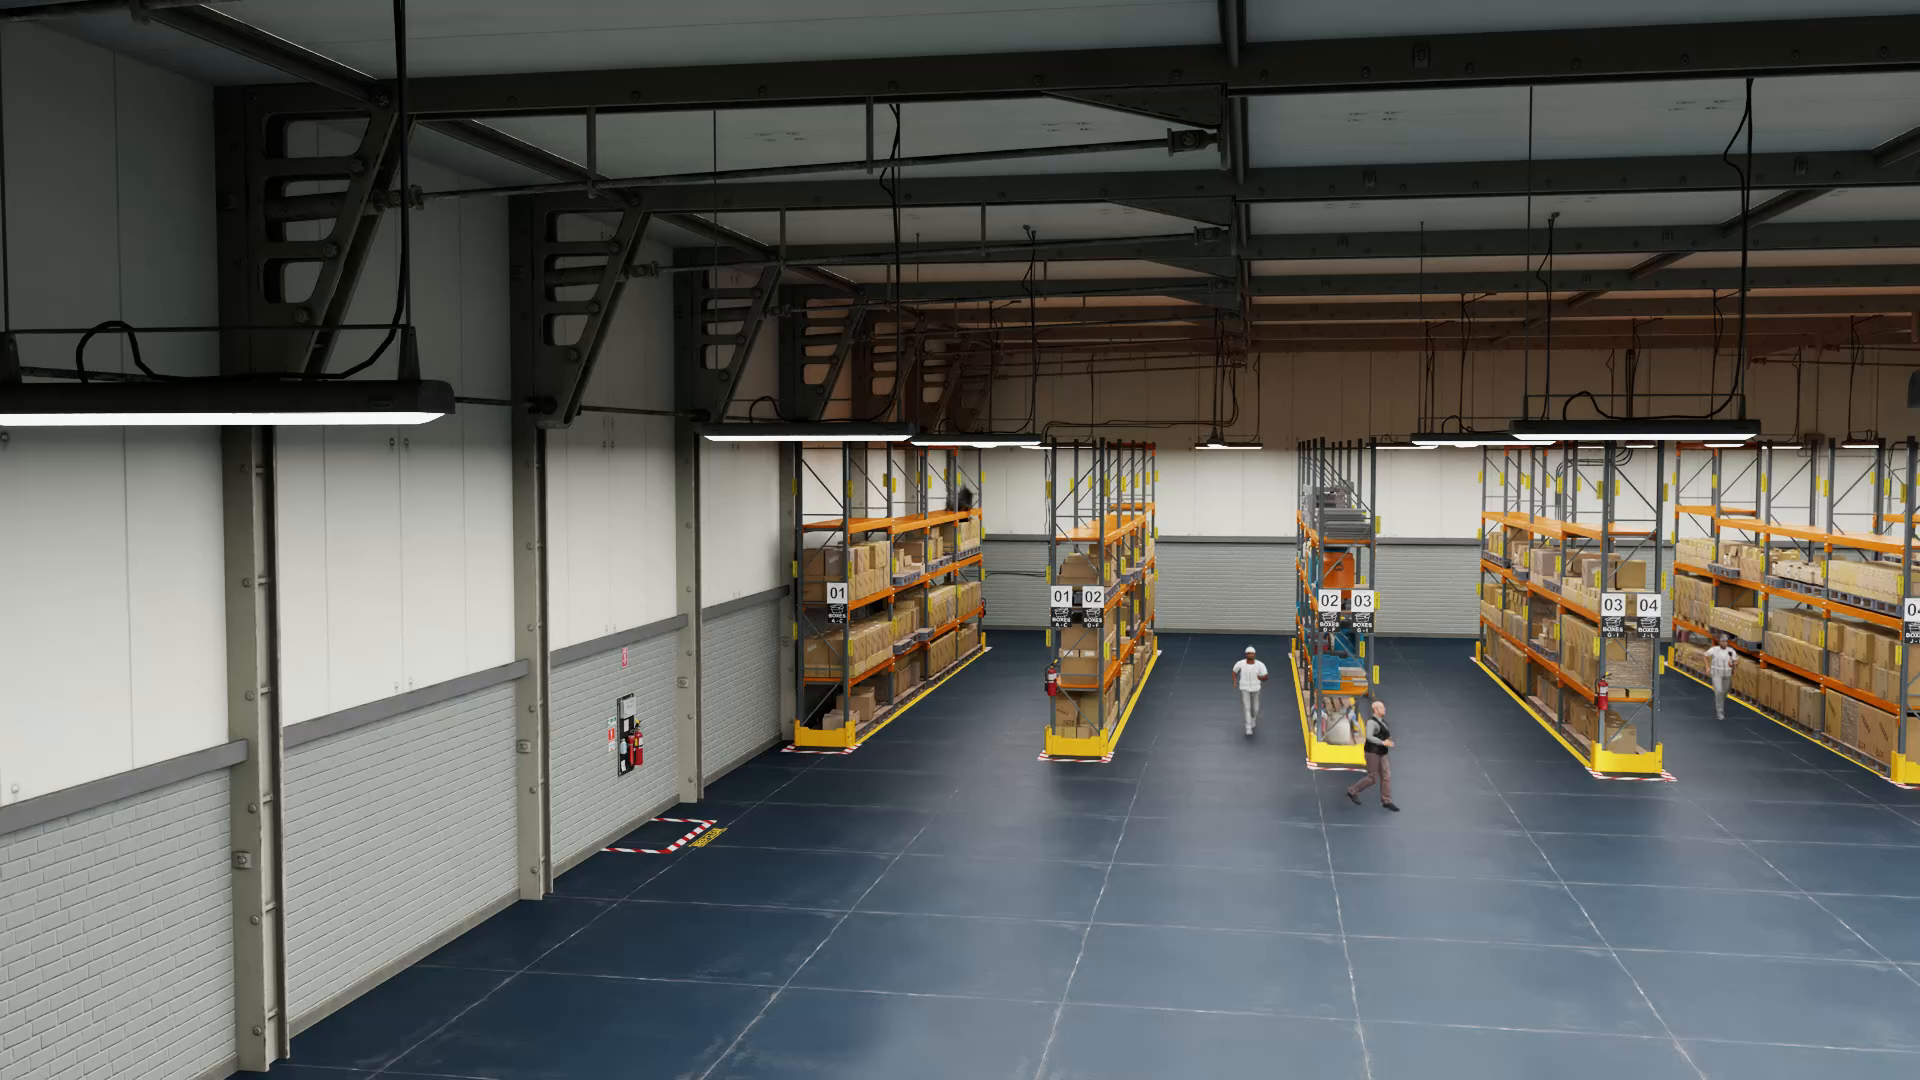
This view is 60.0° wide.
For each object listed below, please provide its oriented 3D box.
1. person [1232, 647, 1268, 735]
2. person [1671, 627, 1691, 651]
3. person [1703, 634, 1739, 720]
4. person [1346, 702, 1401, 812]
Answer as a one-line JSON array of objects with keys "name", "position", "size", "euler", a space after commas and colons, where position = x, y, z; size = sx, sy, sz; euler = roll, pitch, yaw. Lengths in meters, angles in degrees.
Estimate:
[{"name": "person", "position": [5.899, 3.042, 33.817], "size": [0.710, 1.747, 0.963], "euler": [0, 3, 4]}, {"name": "person", "position": [19.921, 2.496, 45.732], "size": [0.604, 1.626, 0.570], "euler": [0, 3, 8]}, {"name": "person", "position": [16.433, 2.919, 35.855], "size": [0.665, 1.797, 0.899], "euler": [0, 3, 7]}, {"name": "person", "position": [6.642, 3.451, 26.642], "size": [0.847, 1.739, 0.681], "euler": [2, 4, 34]}]
